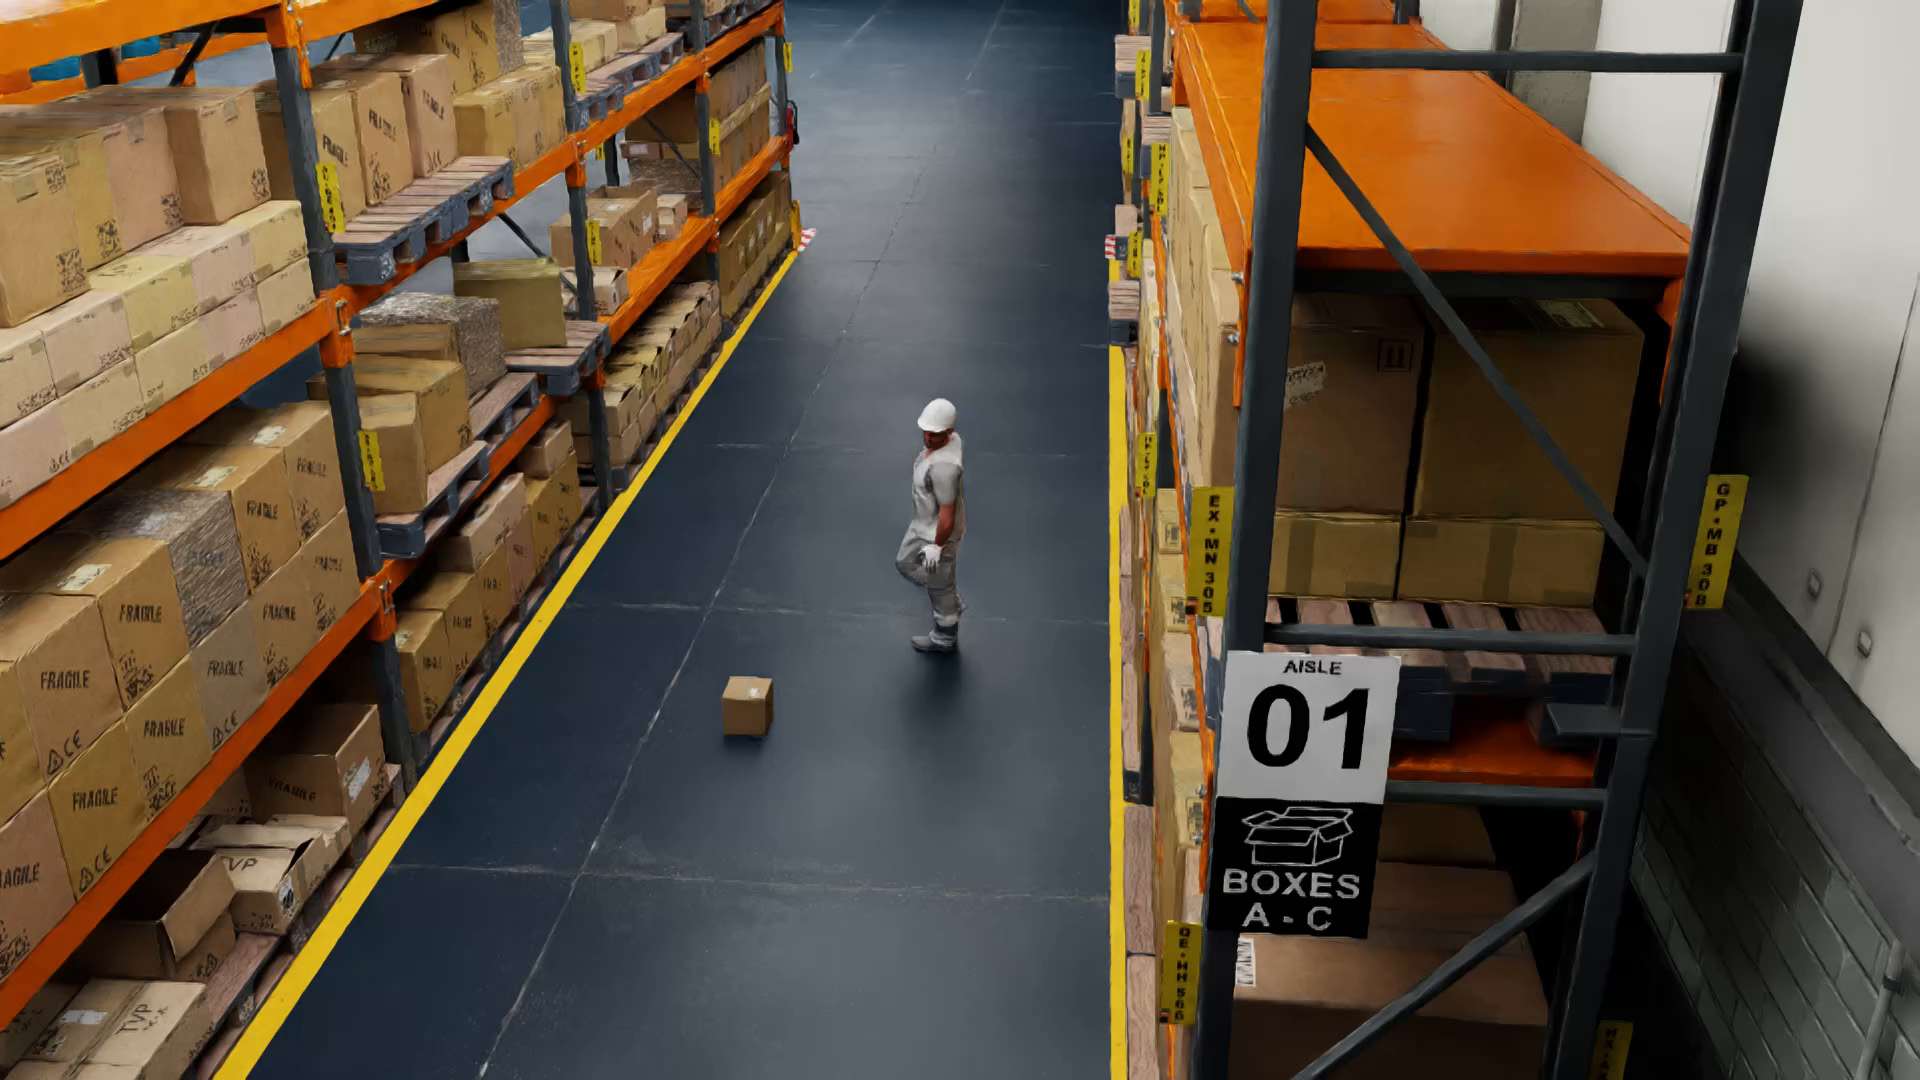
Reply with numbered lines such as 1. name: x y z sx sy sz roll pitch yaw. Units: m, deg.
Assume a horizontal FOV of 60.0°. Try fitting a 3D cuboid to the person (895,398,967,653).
1. person: -0.180 -0.071 10.117 0.452 1.774 0.728 0 24 0
